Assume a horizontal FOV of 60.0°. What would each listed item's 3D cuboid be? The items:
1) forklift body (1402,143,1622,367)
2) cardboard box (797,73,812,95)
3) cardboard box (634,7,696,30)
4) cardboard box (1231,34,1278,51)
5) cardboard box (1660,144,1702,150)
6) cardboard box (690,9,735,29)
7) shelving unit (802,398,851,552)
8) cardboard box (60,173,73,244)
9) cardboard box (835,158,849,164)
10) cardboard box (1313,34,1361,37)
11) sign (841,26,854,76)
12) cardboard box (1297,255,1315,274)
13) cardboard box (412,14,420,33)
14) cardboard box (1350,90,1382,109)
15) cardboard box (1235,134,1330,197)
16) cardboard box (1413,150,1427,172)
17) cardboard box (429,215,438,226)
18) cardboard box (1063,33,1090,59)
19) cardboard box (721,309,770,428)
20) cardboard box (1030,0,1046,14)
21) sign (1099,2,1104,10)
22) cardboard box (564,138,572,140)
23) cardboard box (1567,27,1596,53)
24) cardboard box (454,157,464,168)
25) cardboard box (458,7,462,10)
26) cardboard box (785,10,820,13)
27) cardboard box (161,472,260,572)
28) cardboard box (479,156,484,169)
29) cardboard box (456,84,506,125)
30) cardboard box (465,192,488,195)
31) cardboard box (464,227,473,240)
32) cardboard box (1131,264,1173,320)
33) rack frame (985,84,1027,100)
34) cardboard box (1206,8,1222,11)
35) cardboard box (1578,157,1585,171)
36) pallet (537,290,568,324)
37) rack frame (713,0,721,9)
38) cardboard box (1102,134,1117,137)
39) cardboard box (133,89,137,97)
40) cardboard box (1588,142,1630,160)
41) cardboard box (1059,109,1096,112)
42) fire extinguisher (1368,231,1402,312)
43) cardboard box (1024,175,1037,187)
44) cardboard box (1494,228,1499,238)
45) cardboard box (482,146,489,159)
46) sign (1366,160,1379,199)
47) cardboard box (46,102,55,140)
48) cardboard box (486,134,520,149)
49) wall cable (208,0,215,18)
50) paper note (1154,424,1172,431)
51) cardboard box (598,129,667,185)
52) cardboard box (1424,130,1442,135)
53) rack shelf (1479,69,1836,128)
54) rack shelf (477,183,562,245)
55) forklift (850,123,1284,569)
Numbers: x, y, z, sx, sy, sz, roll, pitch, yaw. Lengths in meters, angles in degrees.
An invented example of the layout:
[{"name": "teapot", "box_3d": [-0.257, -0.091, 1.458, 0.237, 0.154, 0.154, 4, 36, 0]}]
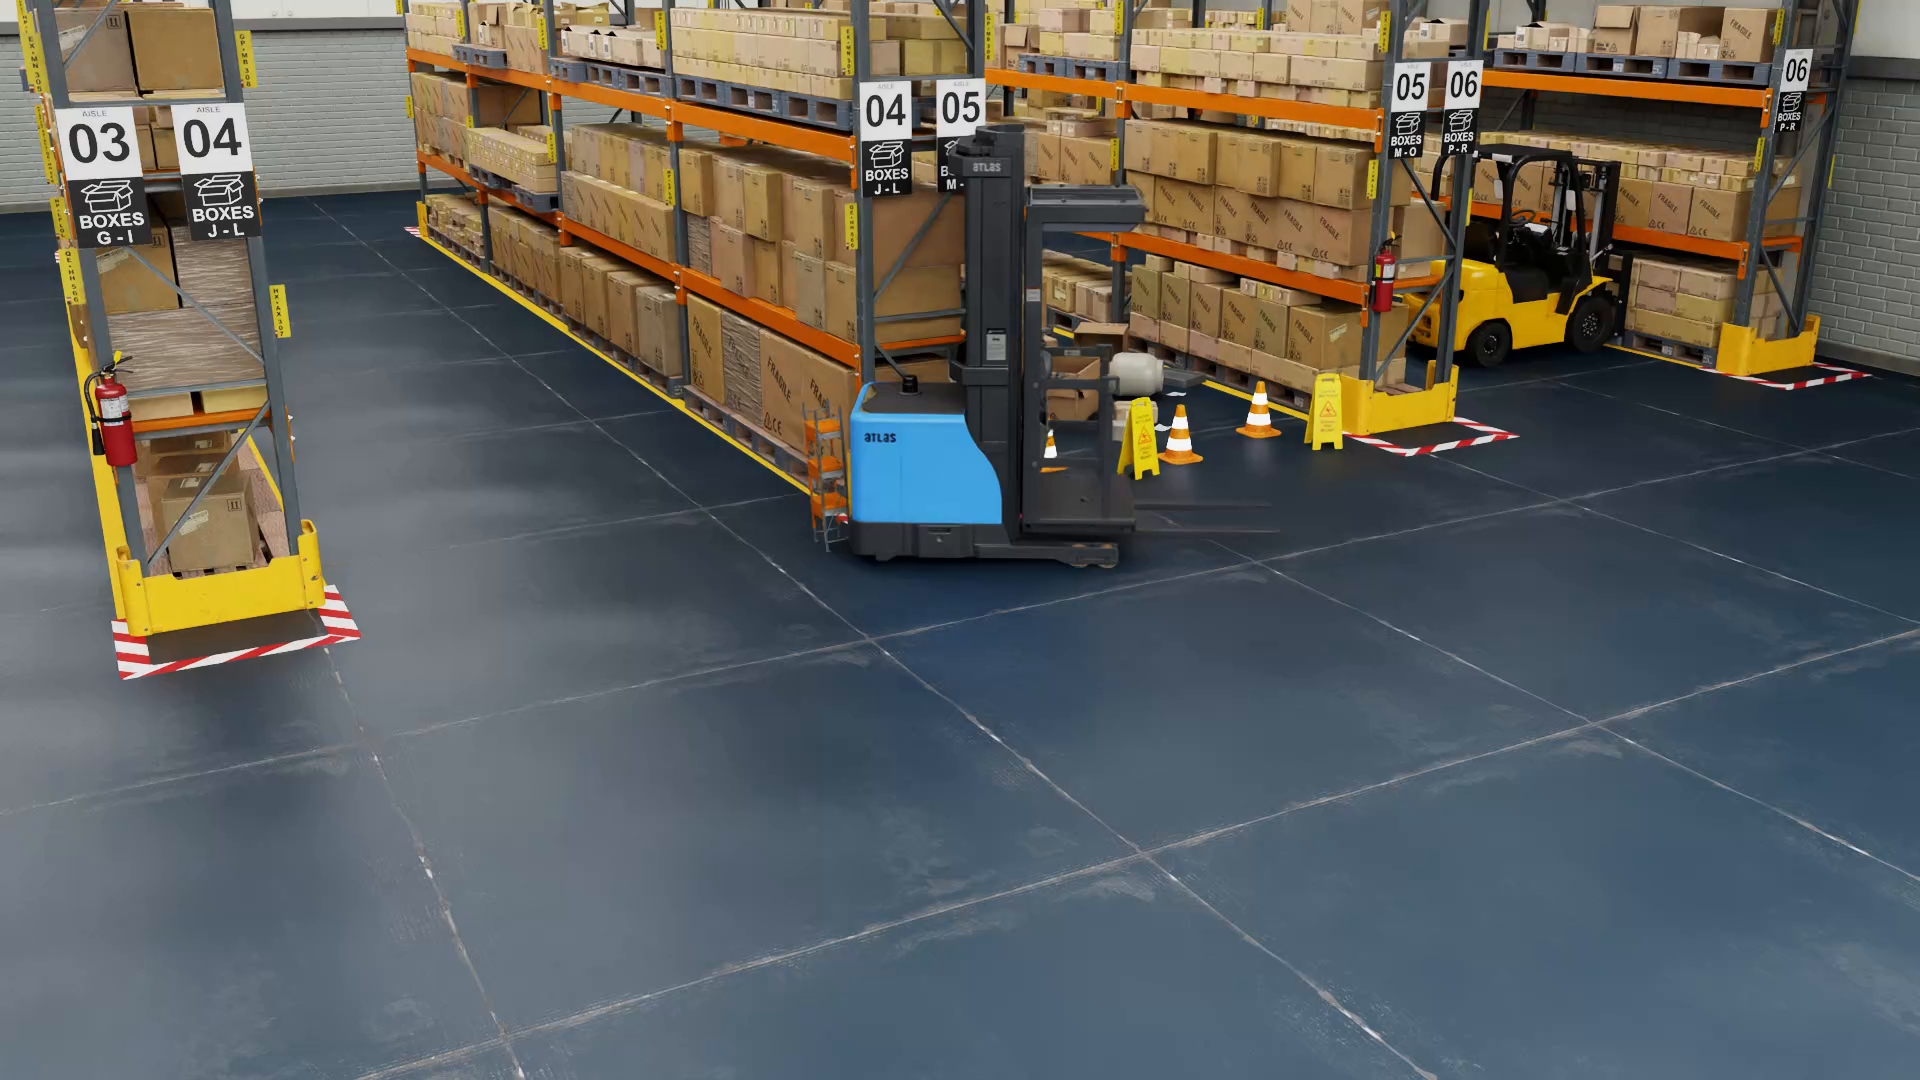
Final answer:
[{"name": "forklift body", "box_3d": [5.880, -3.090, 17.789, 2.313, 2.155, 1.214, -10, 21, -27]}, {"name": "cardboard box", "box_3d": [-0.987, -3.398, 12.370, 0.380, 0.149, 0.250, -10, 21, -26]}, {"name": "cardboard box", "box_3d": [-3.016, -5.216, 17.099, 0.500, 0.500, 0.500, -10, 21, -27]}, {"name": "cardboard box", "box_3d": [2.793, -4.710, 15.746, 0.380, 0.149, 0.250, -10, 21, -26]}, {"name": "cardboard box", "box_3d": [7.892, -4.243, 18.226, 0.380, 0.149, 0.250, -11, 22, -28]}, {"name": "cardboard box", "box_3d": [-2.073, -4.431, 14.142, 0.380, 0.149, 0.250, -10, 22, -27]}, {"name": "shelving unit", "box_3d": [-0.944, -0.460, 11.837, 0.215, 1.050, 0.252, -12, 22, -22]}, {"name": "cardboard box", "box_3d": [-6.612, -2.565, 12.824, 0.500, 0.500, 0.500, -10, 21, -27]}, {"name": "cardboard box", "box_3d": [-1.456, -5.518, 23.754, 0.500, 0.250, 0.500, -11, 22, -28]}, {"name": "cardboard box", "box_3d": [3.524, -4.648, 15.568, 0.380, 0.149, 0.250, -9, 21, -25]}, {"name": "sign", "box_3d": [-0.773, -3.383, 11.502, 0.100, 0.325, 0.005, -10, 21, -27]}, {"name": "cardboard box", "box_3d": [3.332, -2.548, 15.301, 0.380, 0.149, 0.250, -10, 22, -28]}, {"name": "cardboard box", "box_3d": [-7.659, -7.524, 24.204, 0.500, 0.250, 0.500, -10, 22, -27]}, {"name": "cardboard box", "box_3d": [3.603, -3.818, 14.384, 0.380, 0.149, 0.250, -10, 21, -26]}, {"name": "cardboard box", "box_3d": [3.018, -3.510, 15.563, 0.700, 0.500, 0.500, -10, 22, -27]}, {"name": "cardboard box", "box_3d": [5.777, -4.791, 20.881, 0.500, 0.250, 0.500, -11, 22, -28]}, {"name": "cardboard box", "box_3d": [-7.920, -4.908, 25.483, 0.380, 0.149, 0.250, -10, 21, -26]}, {"name": "cardboard box", "box_3d": [1.479, -5.445, 18.300, 0.500, 0.250, 0.500, -10, 21, -26]}, {"name": "cardboard box", "box_3d": [-1.520, -1.557, 14.658, 0.875, 0.875, 0.875, -10, 21, -26]}, {"name": "cardboard box", "box_3d": [1.504, -8.945, 27.863, 0.500, 0.250, 0.500, -9, 21, -25]}, {"name": "sign", "box_3d": [2.213, -8.250, 26.052, 0.100, 0.325, 0.005, -10, 21, -27]}, {"name": "cardboard box", "box_3d": [-4.763, -4.861, 20.450, 0.380, 0.149, 0.250, -9, 21, -25]}, {"name": "cardboard box", "box_3d": [6.924, -5.505, 18.297, 0.396, 0.266, 0.258, -11, 22, -28]}, {"name": "cardboard box", "box_3d": [-6.878, -5.330, 23.364, 0.380, 0.149, 0.250, -11, 22, -29]}, {"name": "cardboard box", "box_3d": [-6.377, -6.928, 21.864, 0.380, 0.149, 0.250, -11, 22, -29]}, {"name": "cardboard box", "box_3d": [-1.253, -4.388, 14.016, 0.380, 0.149, 0.250, -10, 21, -26]}, {"name": "cardboard box", "box_3d": [-4.984, -0.123, 11.079, 0.500, 0.500, 0.500, -6, 20, -17]}, {"name": "cardboard box", "box_3d": [-5.953, -4.853, 21.339, 0.380, 0.149, 0.250, -10, 21, -26]}, {"name": "cardboard box", "box_3d": [-6.449, -5.862, 22.380, 0.500, 0.500, 0.500, -11, 22, -29]}, {"name": "cardboard box", "box_3d": [-7.413, -5.276, 25.639, 0.380, 0.149, 0.250, -10, 21, -26]}, {"name": "cardboard box", "box_3d": [-6.699, -4.291, 23.240, 0.380, 0.149, 0.250, -11, 22, -29]}, {"name": "cardboard box", "box_3d": [2.162, -2.650, 17.634, 0.500, 0.500, 0.500, -9, 21, -24]}, {"name": "rack frame", "box_3d": [0.788, -7.823, 30.203, 1.000, 3.000, 0.127, -10, 21, -27]}, {"name": "cardboard box", "box_3d": [3.687, -7.854, 24.826, 0.380, 0.149, 0.250, -9, 21, -25]}, {"name": "cardboard box", "box_3d": [6.989, -4.228, 18.637, 0.380, 0.149, 0.250, -11, 22, -28]}, {"name": "pallet", "box_3d": [-4.458, -2.867, 20.116, 1.003, 0.211, 1.213, -10, 21, -27]}, {"name": "rack frame", "box_3d": [-3.579, -9.889, 26.993, 1.000, 3.000, 0.127, -10, 21, -27]}, {"name": "cardboard box", "box_3d": [1.911, -4.317, 18.791, 0.500, 0.500, 0.500, -10, 21, -26]}, {"name": "cardboard box", "box_3d": [-5.512, -3.091, 11.512, 0.380, 0.149, 0.250, -11, 22, -29]}, {"name": "cardboard box", "box_3d": [7.192, -4.309, 18.415, 0.380, 0.149, 0.250, -10, 21, -26]}, {"name": "cardboard box", "box_3d": [1.980, -6.994, 27.576, 0.500, 0.250, 0.500, -10, 21, -26]}, {"name": "fire extinguisher", "box_3d": [3.668, -2.319, 14.372, 0.296, 0.674, 0.183, -10, 21, -27]}, {"name": "cardboard box", "box_3d": [0.936, -4.242, 19.569, 0.380, 0.149, 0.250, -9, 21, -25]}, {"name": "cardboard box", "box_3d": [6.440, -3.562, 19.894, 0.500, 0.250, 0.500, -10, 22, -27]}, {"name": "cardboard box", "box_3d": [-5.834, -4.922, 21.083, 0.380, 0.149, 0.250, -11, 22, -29]}, {"name": "sign", "box_3d": [3.521, -3.076, 14.188, 0.100, 0.325, 0.005, -10, 21, -27]}, {"name": "cardboard box", "box_3d": [-6.131, -2.956, 11.730, 0.500, 0.250, 0.500, -11, 22, -29]}, {"name": "cardboard box", "box_3d": [-5.710, -4.987, 20.814, 0.380, 0.149, 0.250, -10, 21, -27]}, {"name": "wall cable", "box_3d": [-11.952, -12.031, 28.271, 2.277, 5.999, 0.120, -10, 21, -27]}, {"name": "paper note", "box_3d": [1.818, -1.019, 15.038, 0.142, 0.019, 0.148, 16, 25, 39]}, {"name": "cardboard box", "box_3d": [-3.397, -4.058, 17.607, 0.700, 0.500, 0.500, -10, 22, -27]}, {"name": "cardboard box", "box_3d": [6.074, -5.168, 21.363, 0.380, 0.149, 0.250, -10, 21, -27]}, {"name": "rack shelf", "box_3d": [7.436, -4.882, 18.184, 1.077, 0.370, 4.000, -10, 21, -27]}, {"name": "rack shelf", "box_3d": [-5.038, -4.195, 20.792, 1.077, 0.370, 4.000, -10, 21, -27]}, {"name": "forklift", "box_3d": [0.763, -1.363, 11.589, 3.031, 2.935, 1.130, 1, 19, 2]}]
